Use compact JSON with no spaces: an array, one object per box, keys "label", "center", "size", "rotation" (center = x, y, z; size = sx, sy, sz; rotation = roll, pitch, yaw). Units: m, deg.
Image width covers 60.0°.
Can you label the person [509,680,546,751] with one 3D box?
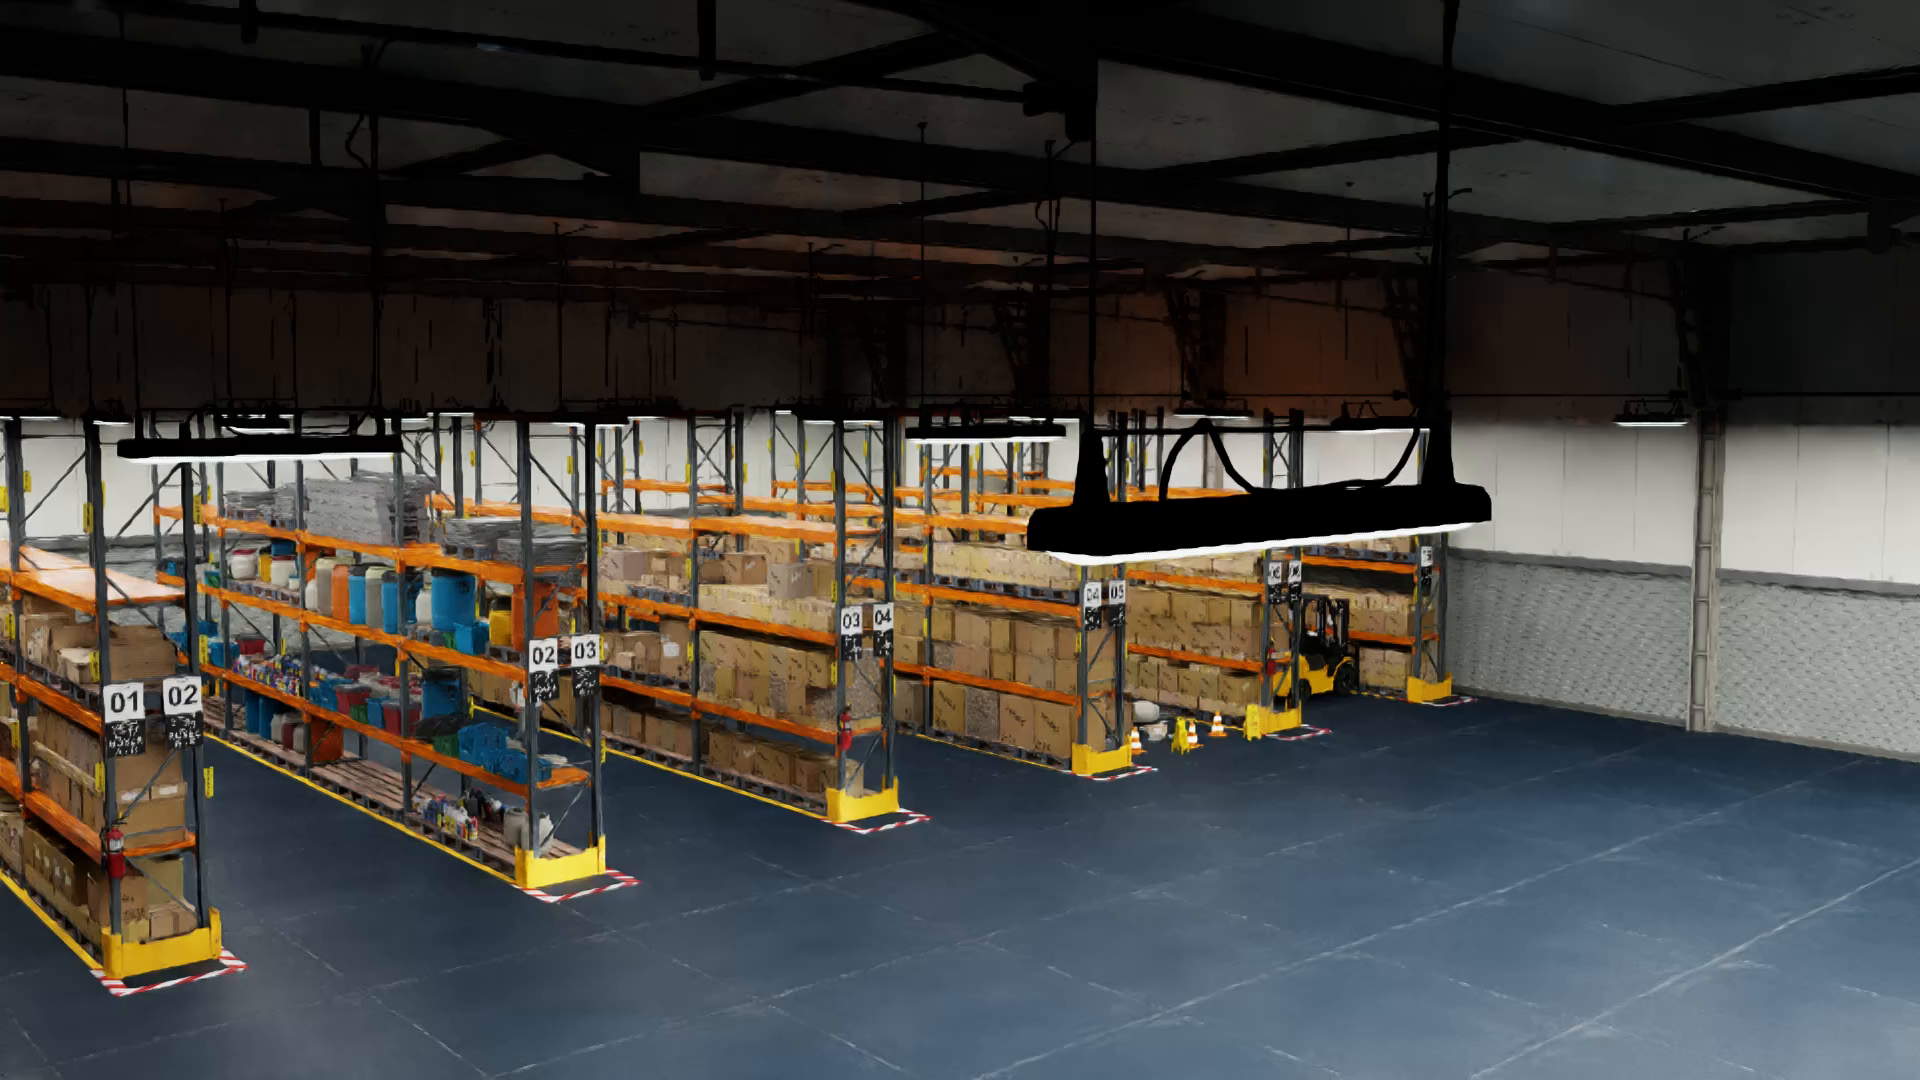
[{"label":"person","center":[-7.603,2.904,29.317],"size":[0.677,1.726,0.574],"rotation":[-5,7,-43]}]
